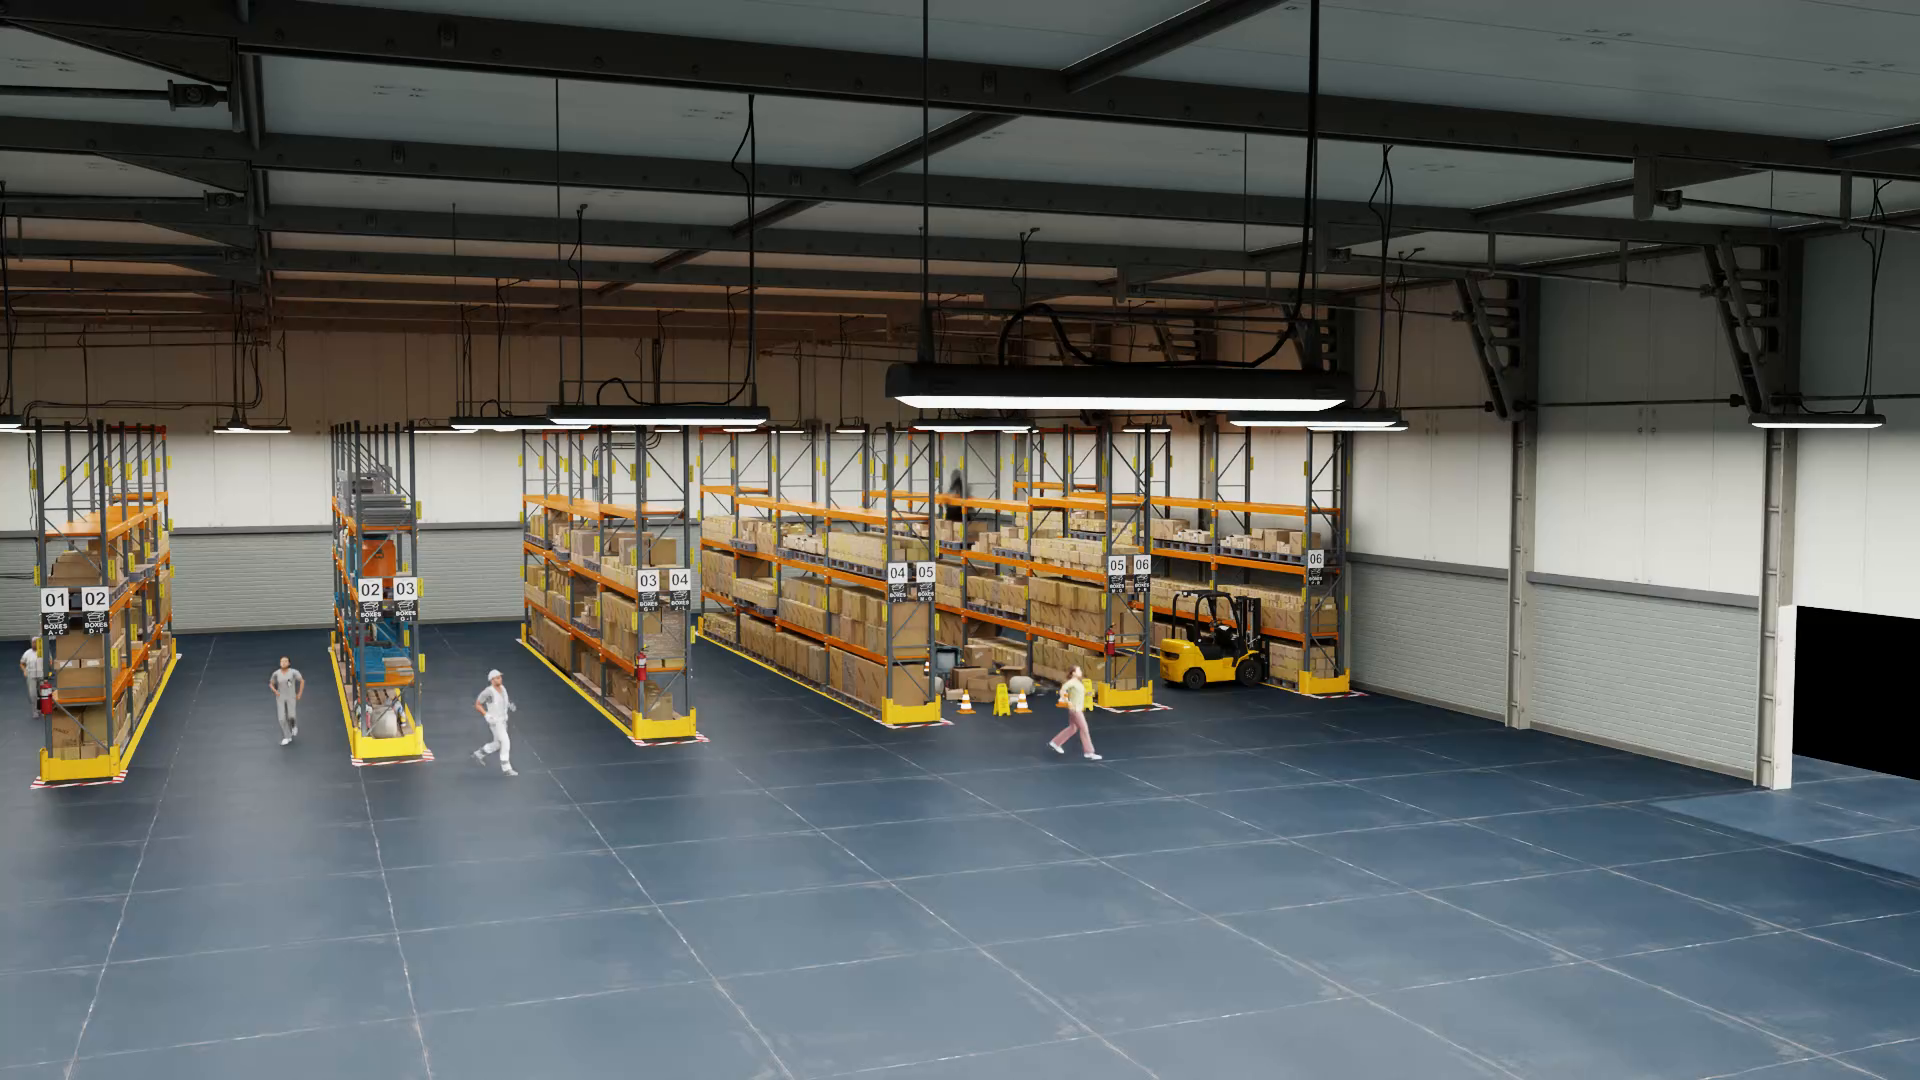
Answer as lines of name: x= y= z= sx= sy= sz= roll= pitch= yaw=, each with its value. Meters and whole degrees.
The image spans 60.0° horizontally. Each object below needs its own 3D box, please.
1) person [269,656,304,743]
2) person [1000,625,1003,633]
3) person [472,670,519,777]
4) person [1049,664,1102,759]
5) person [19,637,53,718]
person: x=-12.559 y=2.978 z=30.998 sx=0.601 sy=1.622 sz=0.578 roll=-1 pitch=4 yaw=-14
person: x=1.104 y=1.760 z=46.240 sx=0.615 sy=1.630 sz=0.674 roll=-2 pitch=4 yaw=-23
person: x=-7.856 y=3.079 z=28.112 sx=0.877 sy=1.787 sz=0.643 roll=1 pitch=4 yaw=16
person: x=2.041 y=3.021 z=29.420 sx=0.968 sy=1.657 sz=0.572 roll=1 pitch=4 yaw=16
person: x=-18.843 y=2.792 z=33.932 sx=0.611 sy=1.619 sz=0.633 roll=-2 pitch=4 yaw=-27
